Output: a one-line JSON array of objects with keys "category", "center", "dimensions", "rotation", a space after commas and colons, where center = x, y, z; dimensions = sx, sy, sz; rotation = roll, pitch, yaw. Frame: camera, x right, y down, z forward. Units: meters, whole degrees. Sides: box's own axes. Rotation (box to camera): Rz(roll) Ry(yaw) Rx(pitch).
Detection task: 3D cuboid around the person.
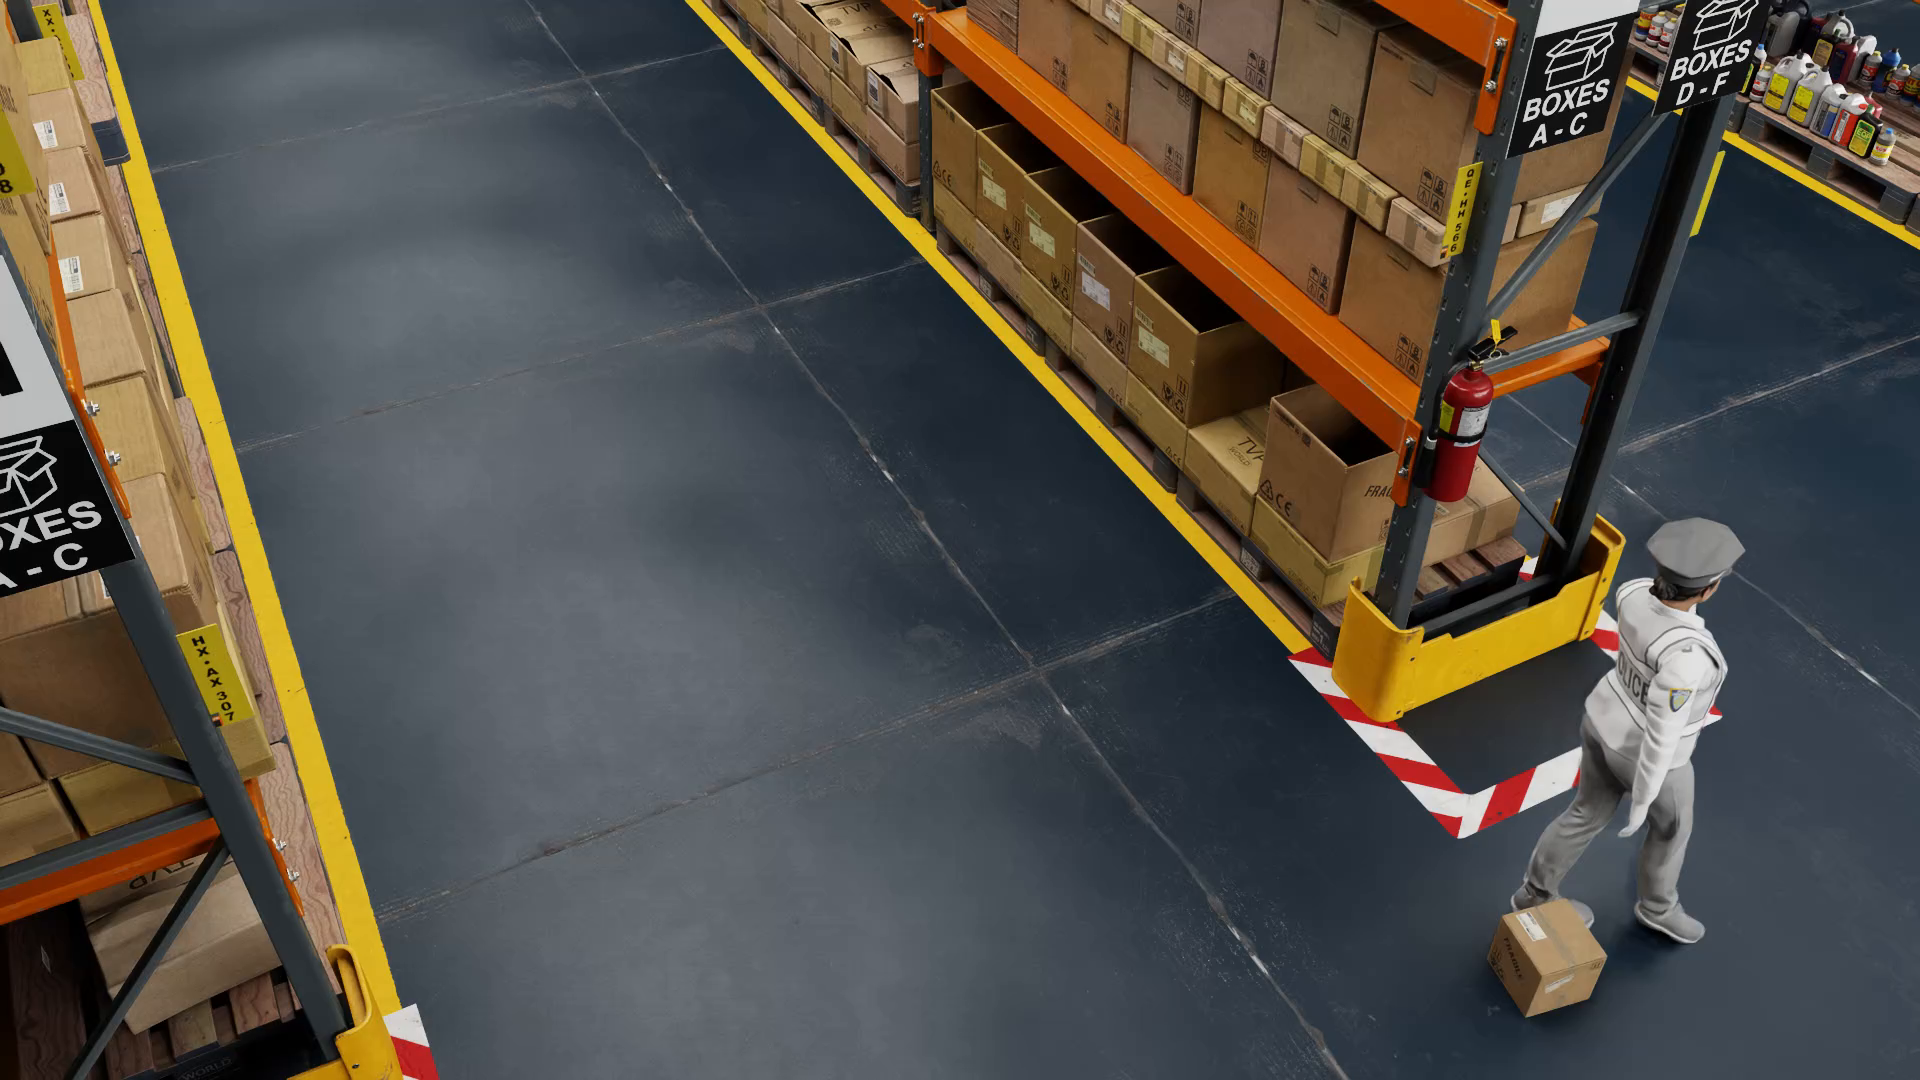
[{"category": "person", "center": [2.271, 0.675, 5.411], "dimensions": [0.660, 1.699, 0.556], "rotation": [-6, 42, -7]}]
